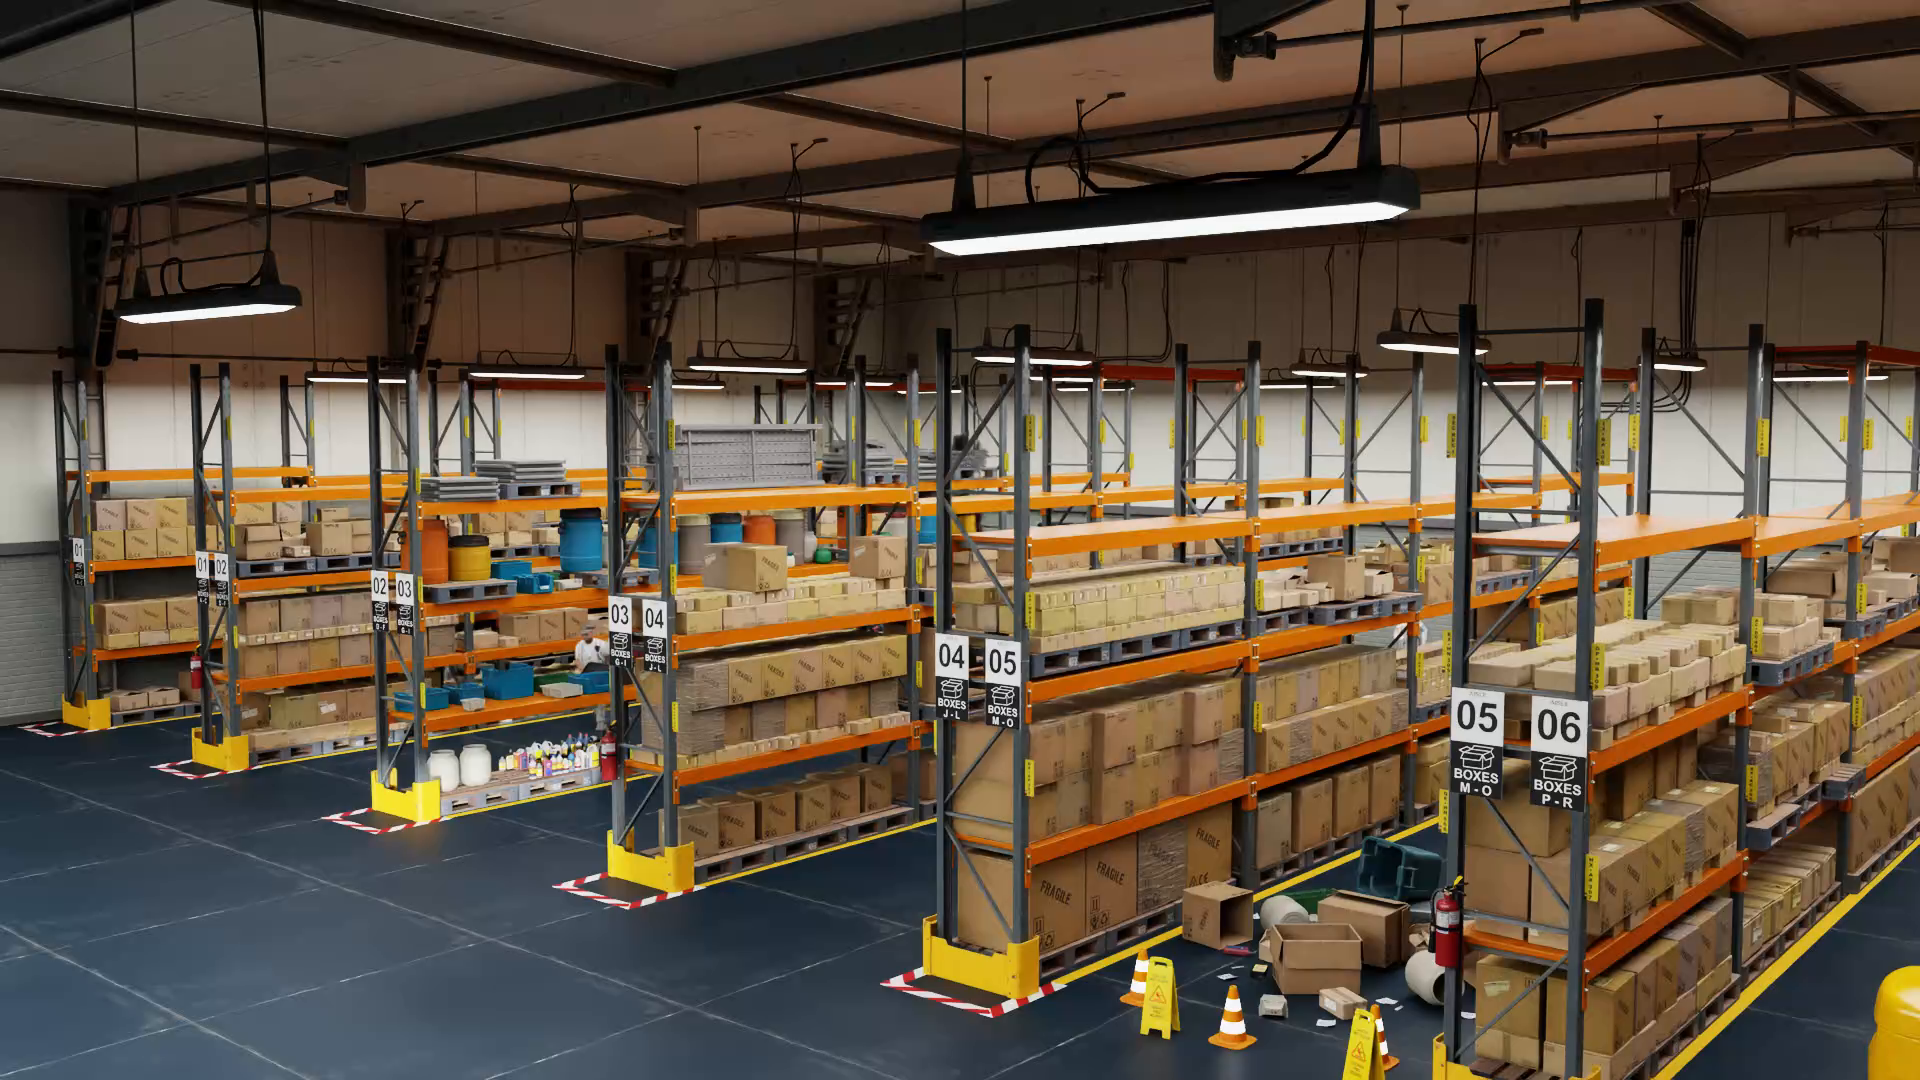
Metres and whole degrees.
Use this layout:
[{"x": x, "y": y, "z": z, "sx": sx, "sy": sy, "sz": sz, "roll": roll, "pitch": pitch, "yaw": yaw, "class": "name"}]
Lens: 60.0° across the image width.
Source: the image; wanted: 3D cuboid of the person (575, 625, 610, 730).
[{"x": -6.130, "y": 2.268, "z": 27.787, "sx": 0.628, "sy": 1.704, "sz": 0.920, "roll": 0, "pitch": 4, "yaw": 3, "class": "person"}]

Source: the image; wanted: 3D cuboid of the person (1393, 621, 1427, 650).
[{"x": 8.413, "y": 2.076, "z": 31.104, "sx": 0.593, "sy": 1.745, "sz": 0.830, "roll": 1, "pitch": 4, "yaw": 18, "class": "person"}]

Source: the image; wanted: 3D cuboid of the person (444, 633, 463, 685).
[{"x": -9.139, "y": 2.182, "z": 29.586, "sx": 0.646, "sy": 1.695, "sz": 0.942, "roll": 2, "pitch": 5, "yaw": 30, "class": "person"}]
